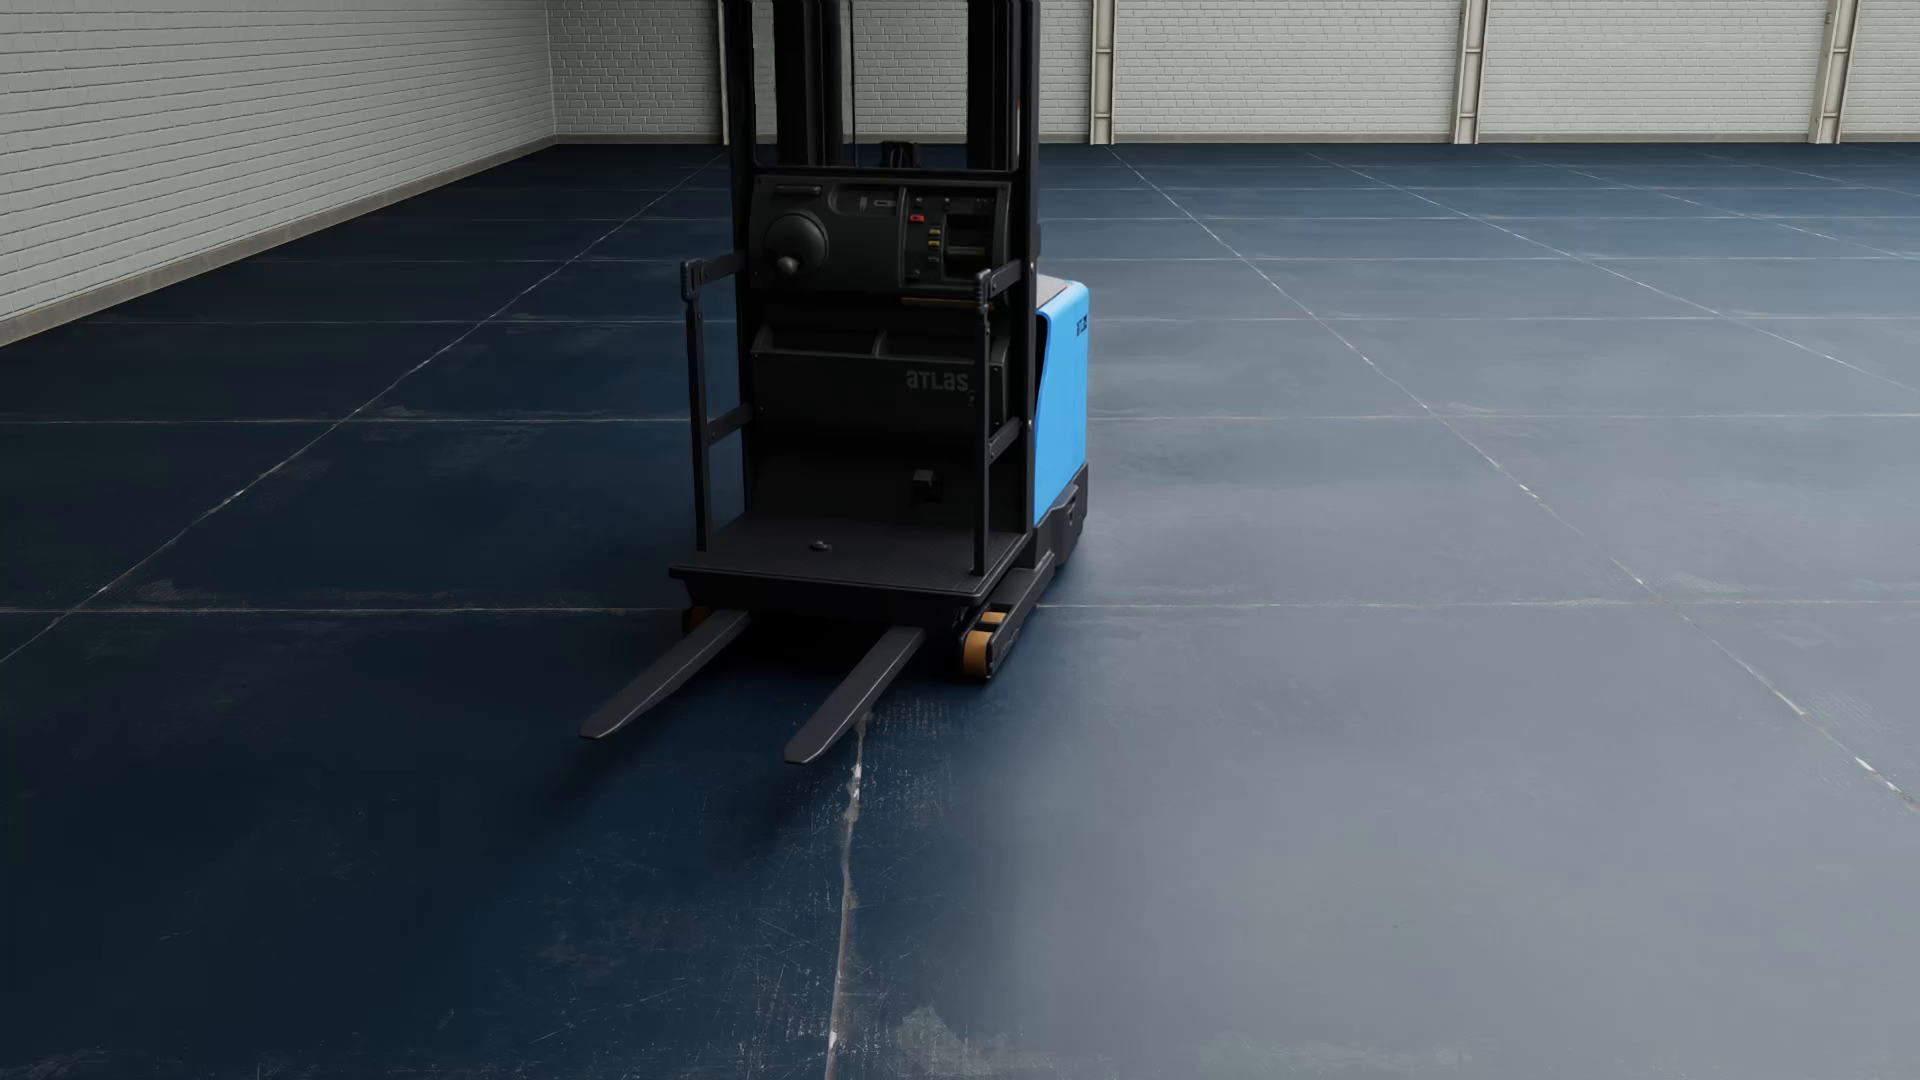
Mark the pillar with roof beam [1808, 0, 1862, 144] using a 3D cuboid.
[{"bbox_3d":[14.395,-9.565,22.133,0.400,9.000,9.100,0,18,-1],"label":"pillar with roof beam"}]

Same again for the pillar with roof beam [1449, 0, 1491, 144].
[{"bbox_3d":[8.396,-9.536,22.043,0.400,9.000,9.100,0,18,-1],"label":"pillar with roof beam"}]

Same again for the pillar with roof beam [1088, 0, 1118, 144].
[{"bbox_3d":[2.396,-9.507,21.953,0.400,9.000,9.100,0,18,-1],"label":"pillar with roof beam"}]

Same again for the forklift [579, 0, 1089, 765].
[{"bbox_3d":[-0.337,-1.058,5.547,1.130,2.935,3.031,5,18,15],"label":"forklift"}]

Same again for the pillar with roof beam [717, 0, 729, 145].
[{"bbox_3d":[-3.603,-9.478,21.863,0.400,9.000,9.100,0,18,-1],"label":"pillar with roof beam"}]
